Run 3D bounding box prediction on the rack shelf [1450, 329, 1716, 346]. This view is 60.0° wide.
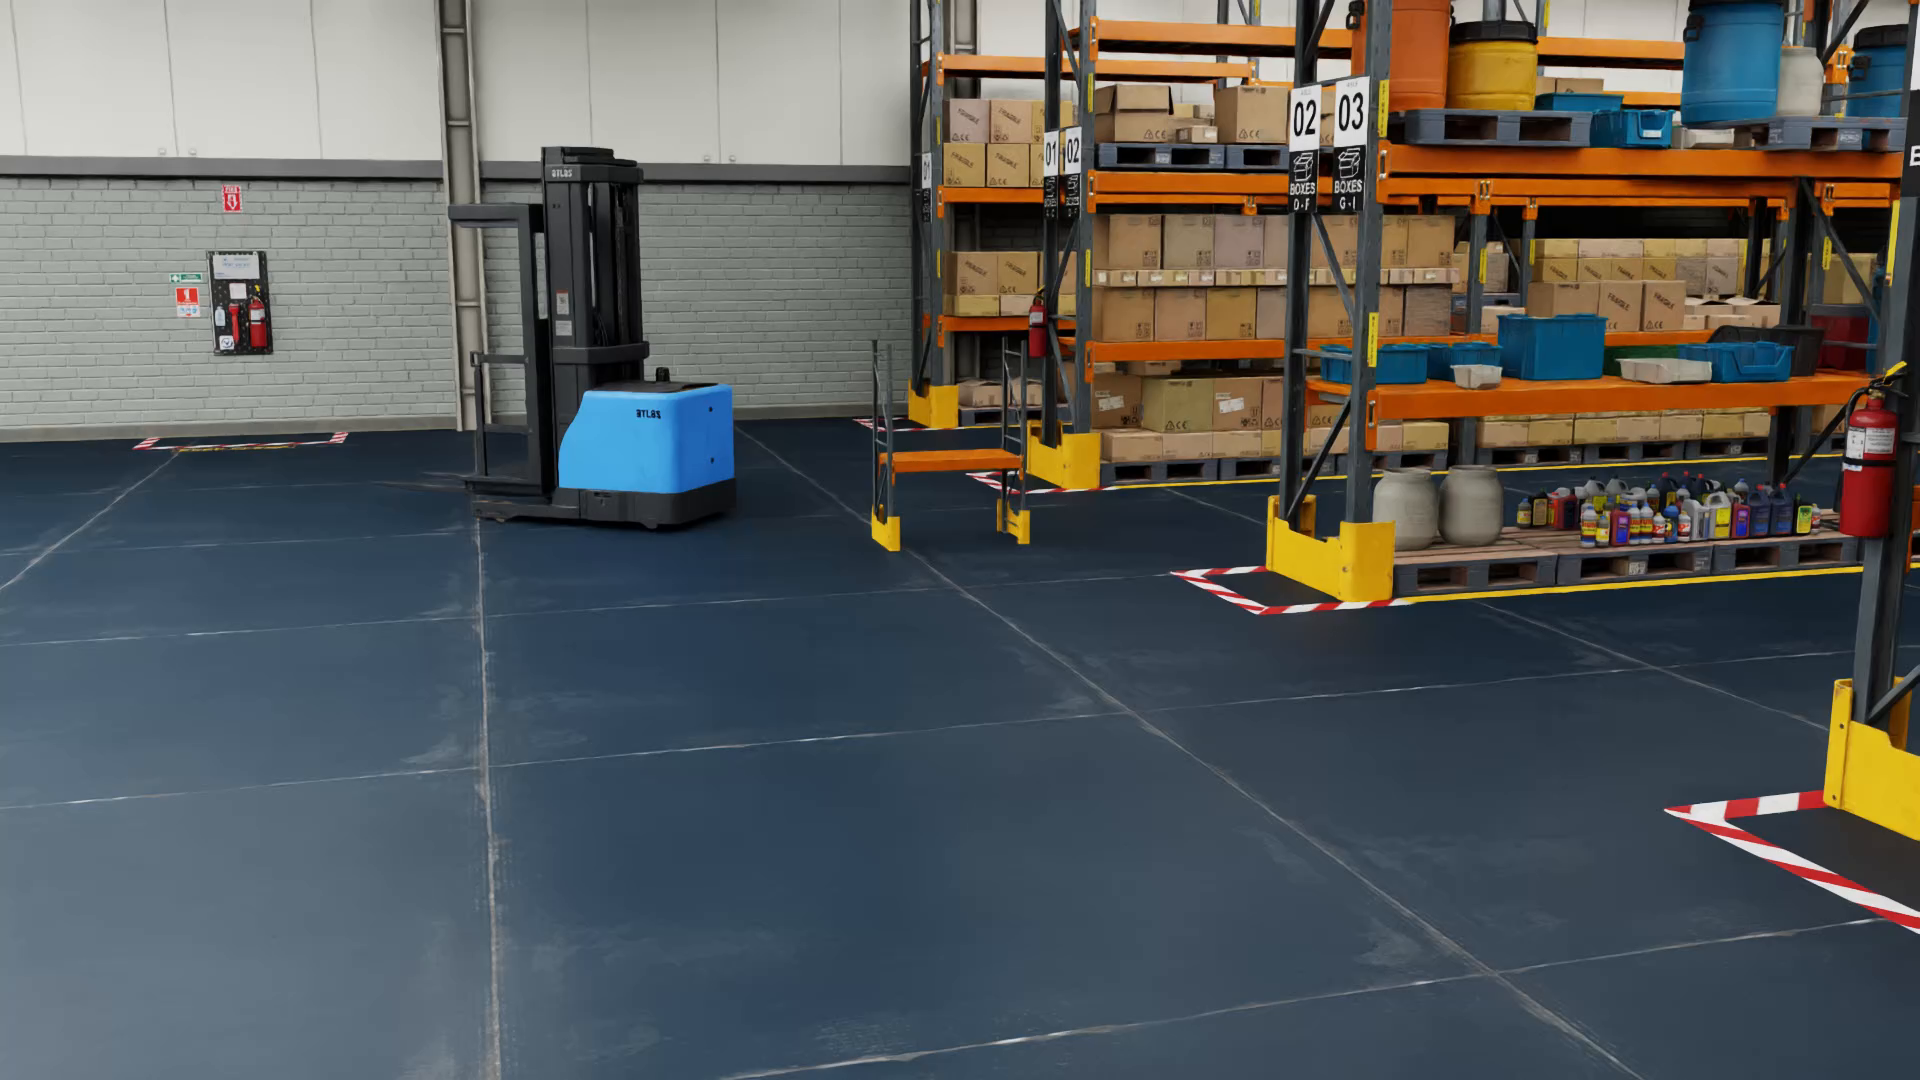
[{"bbox_3d":[6.745,-1.991,17.063,4.000,0.370,1.077,-3,11,-16],"label":"rack shelf"}]

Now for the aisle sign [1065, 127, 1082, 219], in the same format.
[{"bbox_3d":[1.006,-3.263,14.806,0.004,0.787,0.394,-3,11,-16],"label":"aisle sign"}]

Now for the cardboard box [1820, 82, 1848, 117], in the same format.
[{"bbox_3d":[9.086,-4.483,17.290,0.500,0.500,0.500,-3,11,-16],"label":"cardboard box"}]

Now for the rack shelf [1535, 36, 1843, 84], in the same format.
[{"bbox_3d":[6.745,-4.745,16.556,4.000,0.370,1.077,-3,11,-16],"label":"rack shelf"}]

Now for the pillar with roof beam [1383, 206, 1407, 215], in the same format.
[{"bbox_3d":[6.990,-5.593,18.075,0.400,9.000,9.100,-3,11,-16],"label":"pillar with roof beam"}]

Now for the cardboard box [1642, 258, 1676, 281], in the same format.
[{"bbox_3d":[9.295,-3.570,22.499,0.500,0.500,0.500,-3,11,-14],"label":"cardboard box"}]

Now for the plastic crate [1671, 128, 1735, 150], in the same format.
[{"bbox_3d":[4.777,-2.576,10.699,0.396,0.136,0.243,-3,11,-16],"label":"plastic crate"}]

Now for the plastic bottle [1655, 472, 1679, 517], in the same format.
[{"bbox_3d":[5.133,-0.318,12.088,0.185,0.351,0.144,-4,11,-18],"label":"plastic bottle"}]

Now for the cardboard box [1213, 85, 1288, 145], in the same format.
[{"bbox_3d":[2.655,-3.877,15.216,0.500,0.500,0.500,-3,11,-16],"label":"cardboard box"}]

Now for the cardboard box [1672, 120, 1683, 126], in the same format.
[{"bbox_3d":[9.710,-5.567,22.651,0.500,0.250,0.500,-3,11,-18],"label":"cardboard box"}]

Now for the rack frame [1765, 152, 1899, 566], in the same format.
[{"bbox_3d":[6.205,-1.382,11.770,0.127,3.000,1.000,-3,11,-16],"label":"rack frame"}]

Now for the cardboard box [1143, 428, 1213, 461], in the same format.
[{"bbox_3d":[2.040,-0.910,15.638,0.500,0.250,0.500,-3,11,-16],"label":"cardboard box"}]

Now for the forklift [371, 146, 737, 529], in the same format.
[{"bbox_3d":[-3.406,-1.669,13.517,3.031,2.935,1.130,4,11,20],"label":"forklift"}]

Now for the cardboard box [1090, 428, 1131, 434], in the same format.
[{"bbox_3d":[1.416,-0.974,15.986,0.500,0.250,0.500,-3,11,-16],"label":"cardboard box"}]

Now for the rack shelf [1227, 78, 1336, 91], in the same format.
[{"bbox_3d":[5.357,-5.606,21.233,4.000,0.370,1.077,-3,11,-16],"label":"rack shelf"}]

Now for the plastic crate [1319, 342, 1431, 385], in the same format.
[{"bbox_3d":[2.762,-1.184,11.104,0.616,0.251,0.499,-3,11,-16],"label":"plastic crate"}]

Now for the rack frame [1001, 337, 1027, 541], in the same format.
[{"bbox_3d":[0.406,-0.759,12.527,0.032,1.500,0.500,-3,11,-16],"label":"rack frame"}]

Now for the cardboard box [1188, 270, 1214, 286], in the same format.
[{"bbox_3d":[2.156,-2.430,15.395,0.250,0.149,0.380,-3,11,-17],"label":"cardboard box"}]

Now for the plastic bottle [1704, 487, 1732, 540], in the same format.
[{"bbox_3d":[5.173,-0.187,11.379,0.185,0.351,0.144,-3,11,-16],"label":"plastic bottle"}]

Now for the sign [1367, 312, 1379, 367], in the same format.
[{"bbox_3d":[2.514,-1.220,10.124,0.005,0.325,0.100,-3,11,-16],"label":"sign"}]

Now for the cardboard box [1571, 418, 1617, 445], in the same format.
[{"bbox_3d":[6.269,-1.127,16.820,0.500,0.250,0.500,-3,11,-18],"label":"cardboard box"}]

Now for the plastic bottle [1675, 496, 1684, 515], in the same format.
[{"bbox_3d":[4.986,-0.165,11.445,0.133,0.283,0.061,-3,11,-16],"label":"plastic bottle"}]

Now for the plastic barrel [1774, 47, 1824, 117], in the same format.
[{"bbox_3d":[5.737,-3.131,11.517,0.421,0.512,0.421,0,10,0],"label":"plastic barrel"}]

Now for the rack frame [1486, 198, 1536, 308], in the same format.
[{"bbox_3d":[7.277,-3.307,22.224,0.127,3.000,1.000,-3,11,-16],"label":"rack frame"}]

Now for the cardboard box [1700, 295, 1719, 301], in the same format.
[{"bbox_3d":[10.138,-3.283,22.736,0.250,0.149,0.380,-3,11,-16],"label":"cardboard box"}]

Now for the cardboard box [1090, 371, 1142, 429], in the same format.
[{"bbox_3d":[1.416,-1.343,15.920,0.500,0.500,0.500,-3,11,-16],"label":"cardboard box"}]

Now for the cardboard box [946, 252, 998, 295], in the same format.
[{"bbox_3d":[0.138,-3.179,19.816,0.500,0.500,0.500,-3,11,-16],"label":"cardboard box"}]

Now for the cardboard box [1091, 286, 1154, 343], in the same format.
[{"bbox_3d":[1.436,-2.112,15.456,0.500,0.500,0.700,-3,11,-16],"label":"cardboard box"}]

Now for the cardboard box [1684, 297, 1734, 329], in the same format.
[{"bbox_3d":[7.752,-2.390,17.493,0.500,0.311,0.500,-3,11,-17],"label":"cardboard box"}]

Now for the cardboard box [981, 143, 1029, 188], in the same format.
[{"bbox_3d":[0.512,-4.431,19.713,0.500,0.500,0.500,-2,11,-12],"label":"cardboard box"}]

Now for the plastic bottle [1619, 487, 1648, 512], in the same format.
[{"bbox_3d":[4.790,-0.235,11.845,0.135,0.276,0.152,-3,11,-16],"label":"plastic bottle"}]

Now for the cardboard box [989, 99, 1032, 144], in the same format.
[{"bbox_3d":[0.529,-4.922,19.619,0.500,0.500,0.500,-3,11,-17],"label":"cardboard box"}]

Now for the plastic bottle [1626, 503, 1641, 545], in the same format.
[{"bbox_3d":[4.522,-0.109,11.176,0.097,0.271,0.097,0,10,0],"label":"plastic bottle"}]

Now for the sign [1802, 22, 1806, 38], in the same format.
[{"bbox_3d":[11.281,-6.864,22.180,0.005,0.325,0.100,-3,11,-16],"label":"sign"}]

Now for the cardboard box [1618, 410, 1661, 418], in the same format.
[{"bbox_3d":[6.767,-1.429,16.910,0.500,0.311,0.500,-3,11,-14],"label":"cardboard box"}]

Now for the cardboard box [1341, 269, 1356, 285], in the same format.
[{"bbox_3d":[3.646,-2.509,15.825,0.250,0.149,0.380,-3,11,-16],"label":"cardboard box"}]

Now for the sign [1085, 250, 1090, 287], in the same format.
[{"bbox_3d":[1.133,-2.409,14.737,0.005,0.325,0.100,-3,11,-16],"label":"sign"}]

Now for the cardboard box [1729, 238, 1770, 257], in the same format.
[{"bbox_3d":[10.740,-4.015,22.848,0.500,0.250,0.500,-3,11,-15],"label":"cardboard box"}]

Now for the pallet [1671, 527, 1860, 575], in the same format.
[{"bbox_3d":[5.549,0.016,11.877,1.213,0.211,1.003,-3,11,-16],"label":"pallet"}]

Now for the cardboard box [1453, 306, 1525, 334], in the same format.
[{"bbox_3d":[5.285,-2.202,16.638,0.500,0.250,0.500,-2,11,-12],"label":"cardboard box"}]

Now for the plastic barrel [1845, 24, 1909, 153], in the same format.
[{"bbox_3d":[6.633,-3.167,11.798,0.708,0.901,0.600,-3,11,-16],"label":"plastic barrel"}]

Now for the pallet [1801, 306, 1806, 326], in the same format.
[{"bbox_3d":[9.296,-2.398,17.818,1.003,0.211,1.213,-3,11,-16],"label":"pallet"}]

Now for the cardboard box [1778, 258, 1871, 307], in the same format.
[{"bbox_3d":[9.238,-2.753,17.780,0.500,0.500,0.700,-7,13,-35],"label":"cardboard box"}]

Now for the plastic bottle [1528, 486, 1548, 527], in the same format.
[{"bbox_3d":[4.113,-0.238,11.844,0.133,0.283,0.061,-3,11,-15],"label":"plastic bottle"}]

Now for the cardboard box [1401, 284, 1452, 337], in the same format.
[{"bbox_3d":[4.400,-2.269,16.311,0.500,0.500,0.700,-3,11,-17],"label":"cardboard box"}]

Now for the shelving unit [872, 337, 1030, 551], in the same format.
[{"bbox_3d":[-0.073,-0.734,12.390,1.083,1.500,0.587,-3,11,-16],"label":"shelving unit"}]

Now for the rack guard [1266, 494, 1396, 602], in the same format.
[{"bbox_3d":[2.425,0.038,10.962,0.348,0.500,1.175,-3,11,-16],"label":"rack guard"}]

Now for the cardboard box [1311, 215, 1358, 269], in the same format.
[{"bbox_3d":[3.434,-2.856,15.917,0.500,0.500,0.700,-3,11,-16],"label":"cardboard box"}]

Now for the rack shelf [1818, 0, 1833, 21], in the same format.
[{"bbox_3d":[8.126,-3.883,11.878,4.000,0.370,1.077,-3,11,-16],"label":"rack shelf"}]

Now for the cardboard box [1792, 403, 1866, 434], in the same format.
[{"bbox_3d":[9.182,-1.406,17.589,0.500,0.500,0.500,-3,11,-14],"label":"cardboard box"}]

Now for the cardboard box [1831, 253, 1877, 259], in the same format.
[{"bbox_3d":[12.345,-3.717,23.626,0.700,0.700,0.980,-3,11,-17],"label":"cardboard box"}]

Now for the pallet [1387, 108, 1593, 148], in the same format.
[{"bbox_3d":[3.186,-2.587,10.551,1.213,0.211,1.003,-3,11,-16],"label":"pallet"}]

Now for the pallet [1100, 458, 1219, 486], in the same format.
[{"bbox_3d":[1.706,-0.716,15.851,1.213,0.211,1.003,-3,11,-16],"label":"pallet"}]

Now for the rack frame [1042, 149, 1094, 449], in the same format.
[{"bbox_3d":[0.984,-2.041,15.349,0.127,3.000,1.000,-3,11,-16],"label":"rack frame"}]
